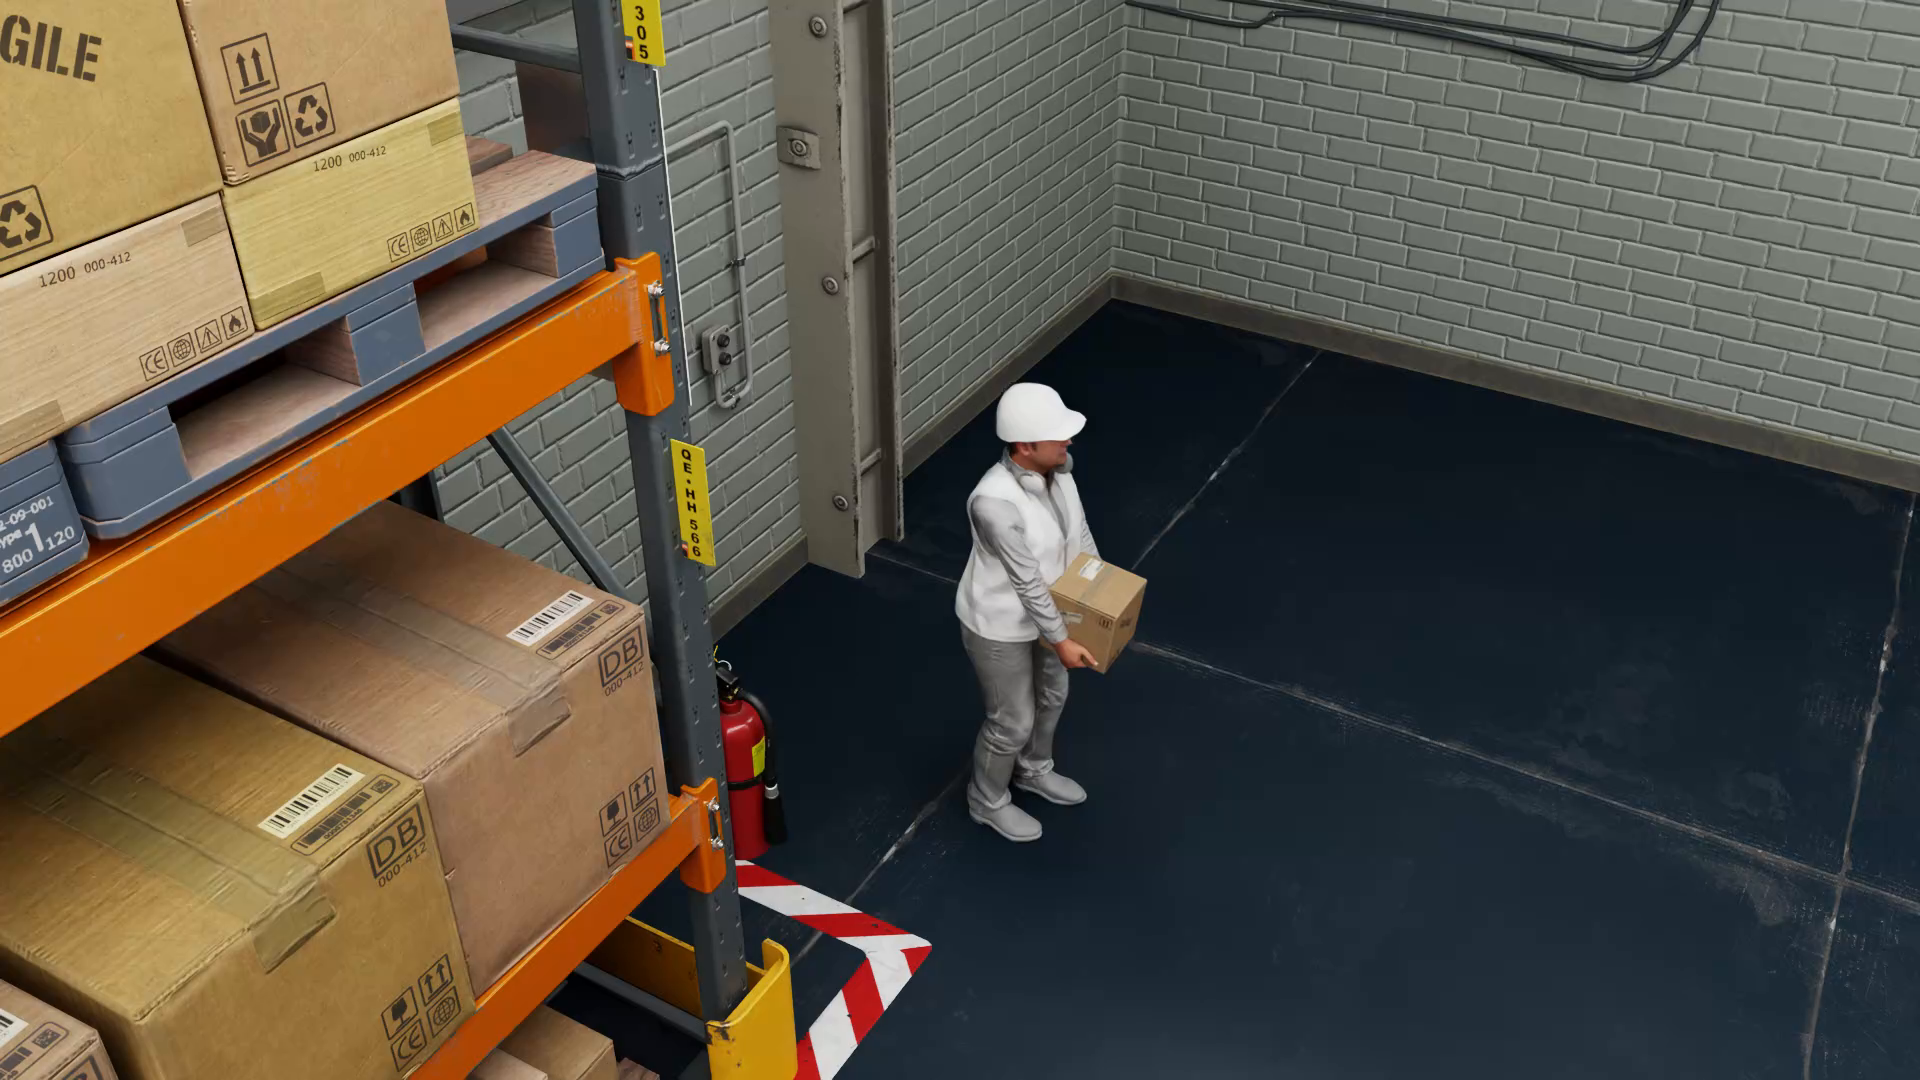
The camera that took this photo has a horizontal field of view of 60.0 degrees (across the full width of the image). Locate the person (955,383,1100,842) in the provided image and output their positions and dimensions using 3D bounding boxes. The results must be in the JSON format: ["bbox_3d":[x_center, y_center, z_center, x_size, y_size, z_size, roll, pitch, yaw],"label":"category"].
[{"bbox_3d":[0.285,0.262,5.735,0.558,1.772,0.494,17,38,24],"label":"person"}]
